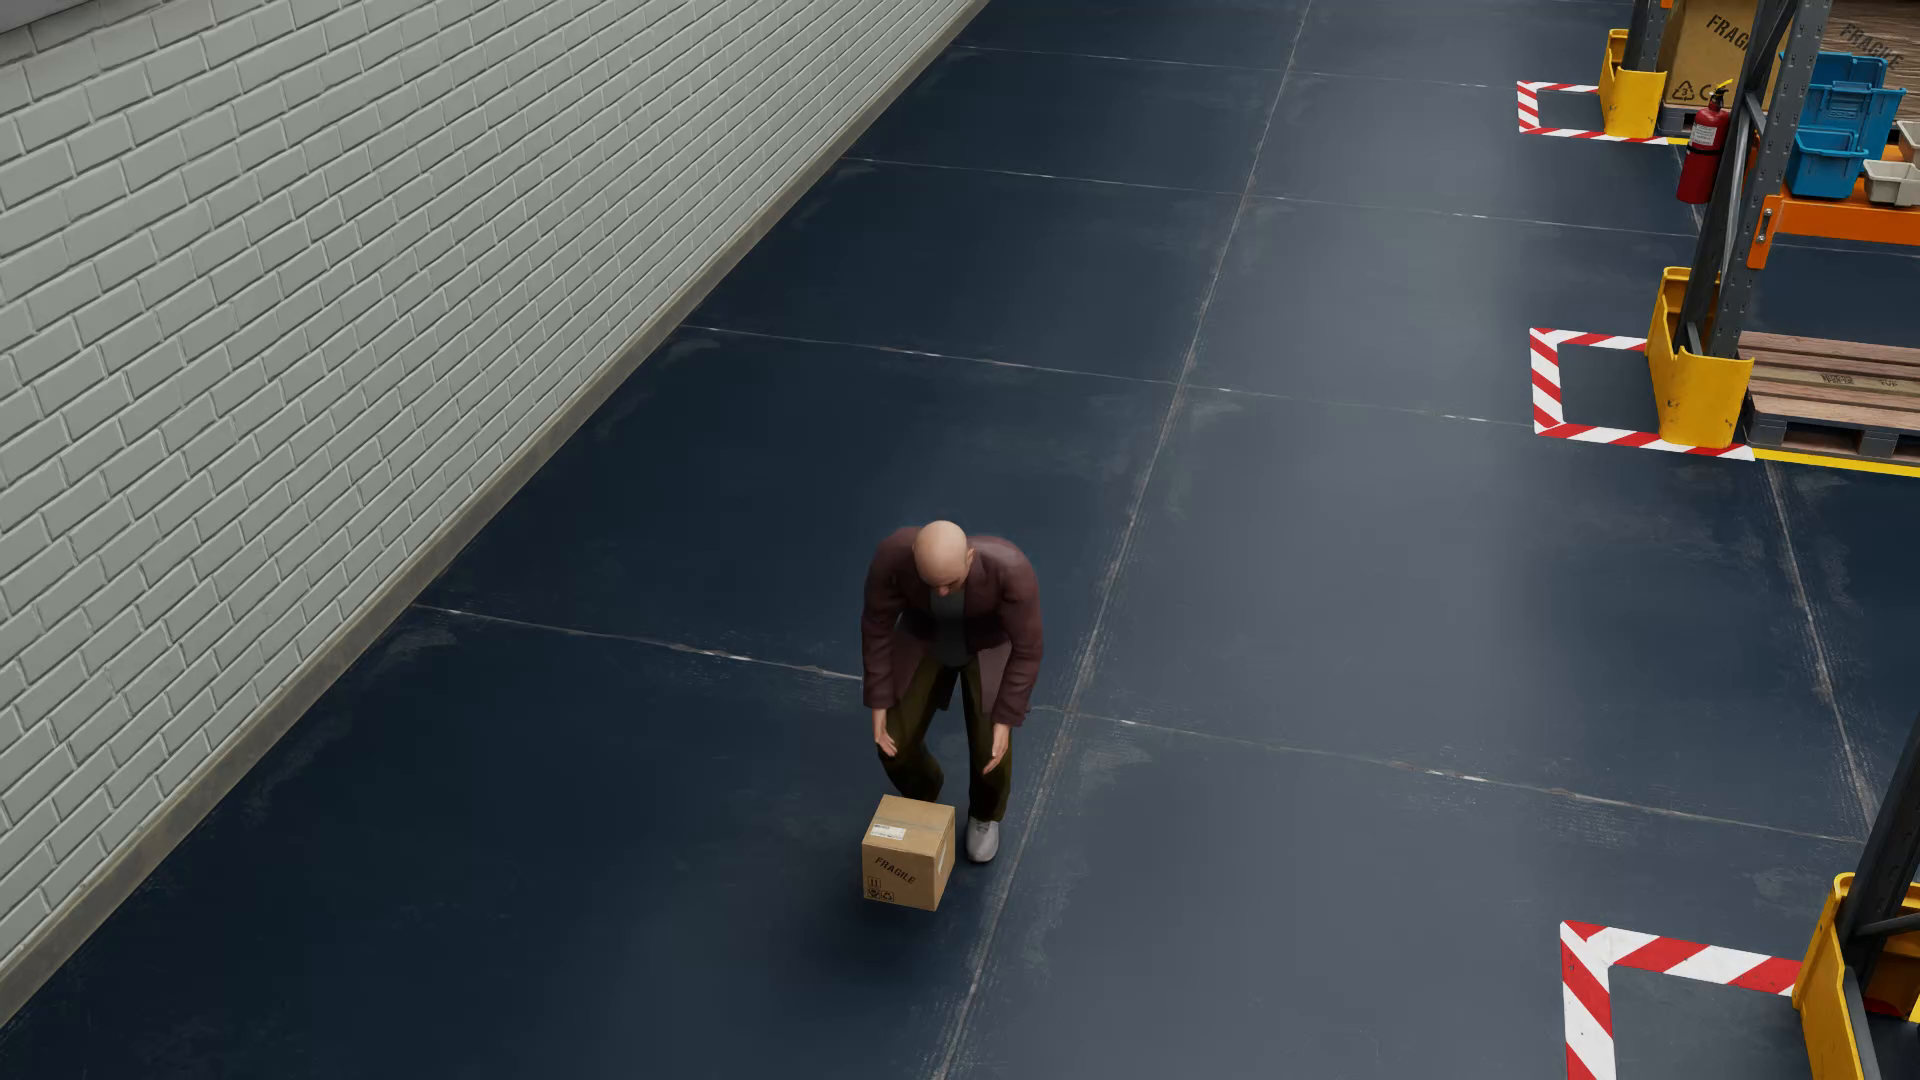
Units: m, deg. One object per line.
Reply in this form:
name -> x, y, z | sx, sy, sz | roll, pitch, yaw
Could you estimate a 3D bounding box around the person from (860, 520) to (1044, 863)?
person -> -0.008, 0.460, 5.719 | 0.630, 1.470, 0.680 | 8, 33, 13
